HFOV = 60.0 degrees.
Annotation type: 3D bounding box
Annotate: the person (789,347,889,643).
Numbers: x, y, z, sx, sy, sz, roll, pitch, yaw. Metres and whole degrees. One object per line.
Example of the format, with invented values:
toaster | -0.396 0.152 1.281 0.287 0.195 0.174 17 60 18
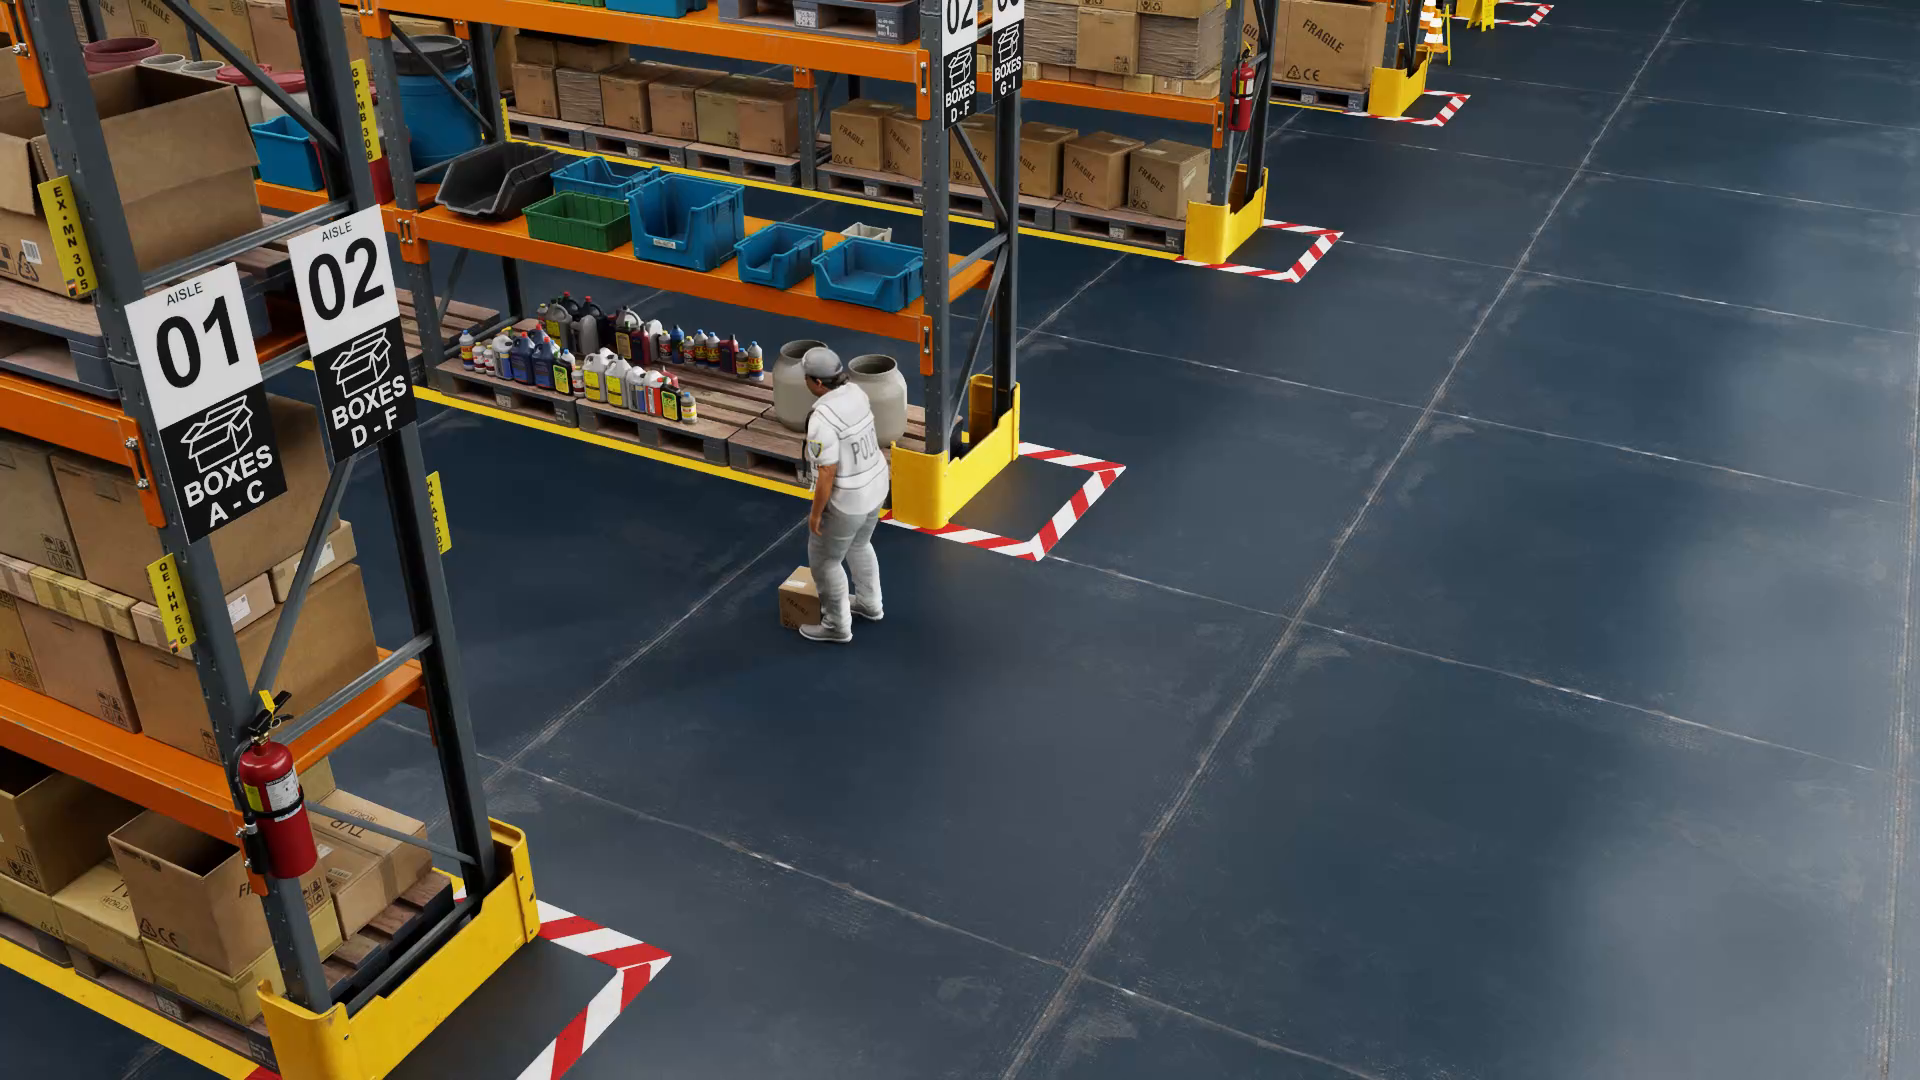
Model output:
person | -0.626 -0.233 8.678 0.473 1.666 0.547 14 33 23
